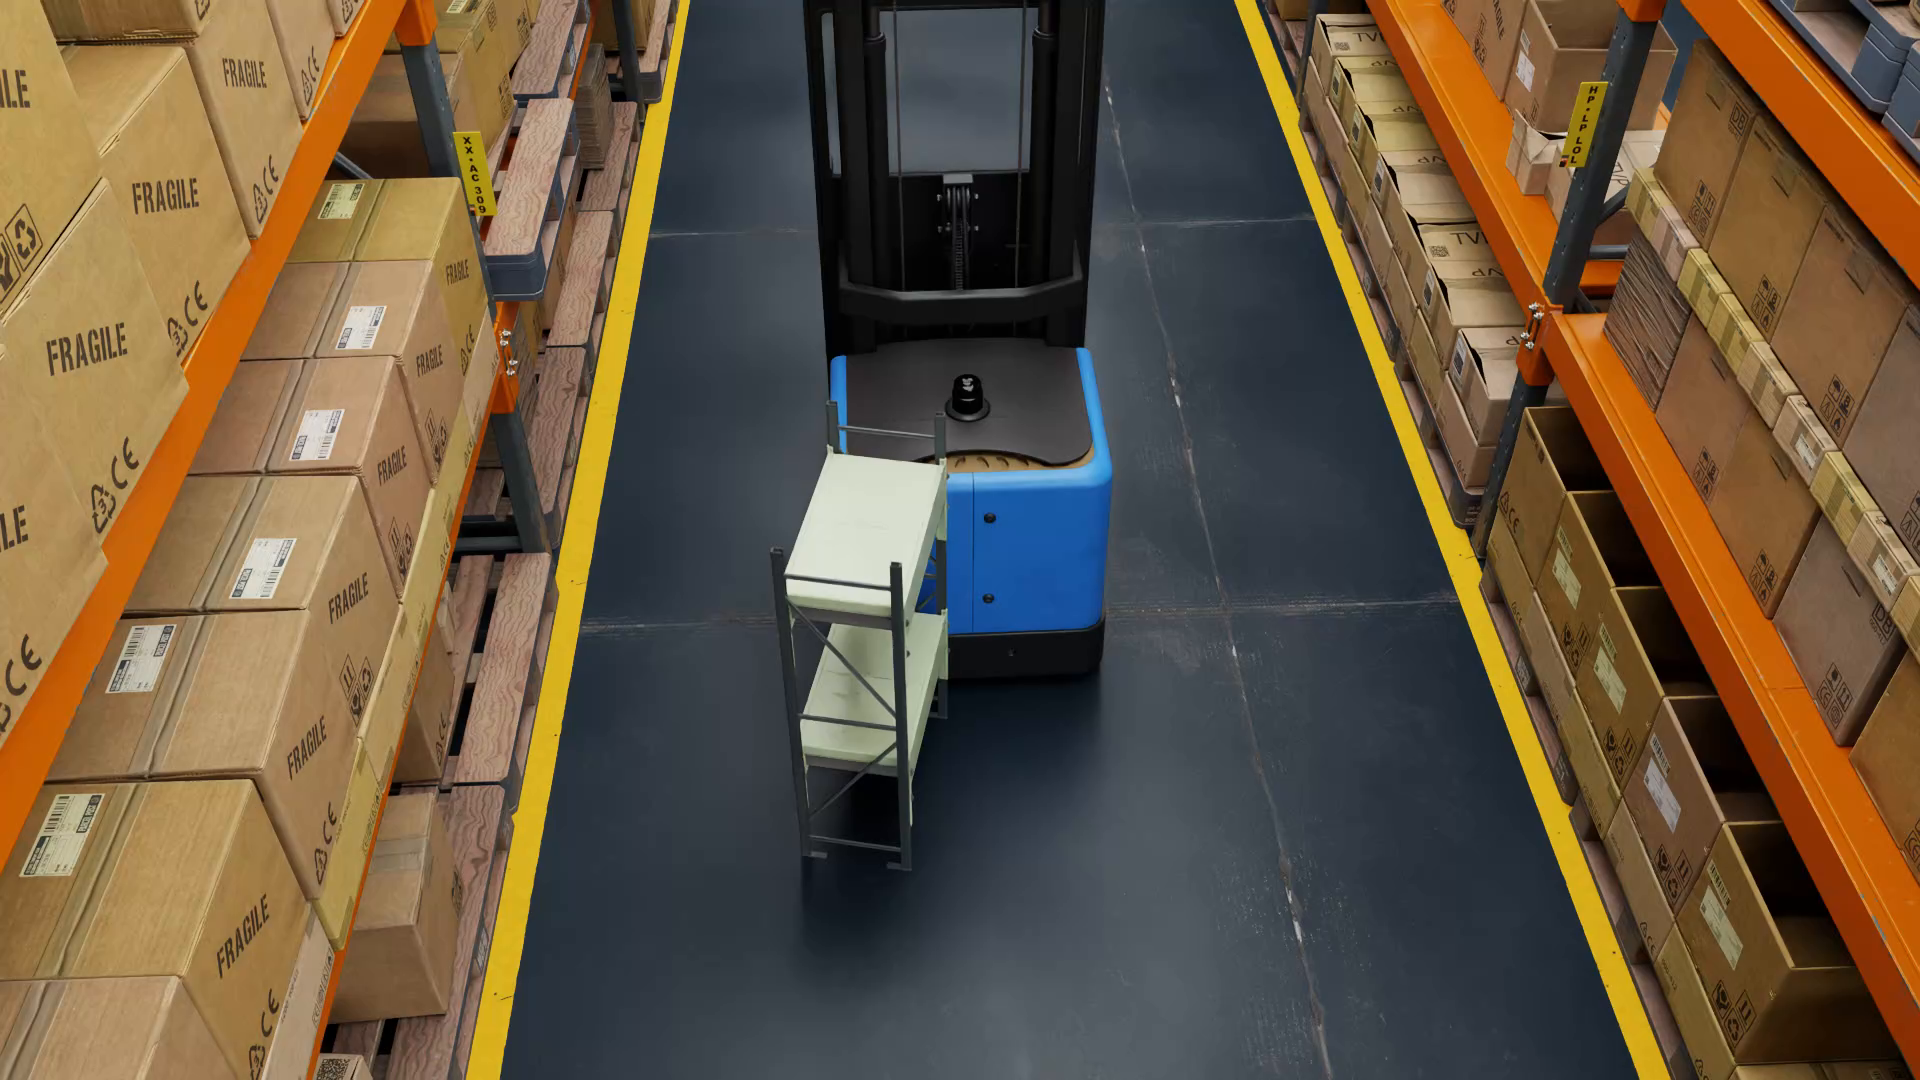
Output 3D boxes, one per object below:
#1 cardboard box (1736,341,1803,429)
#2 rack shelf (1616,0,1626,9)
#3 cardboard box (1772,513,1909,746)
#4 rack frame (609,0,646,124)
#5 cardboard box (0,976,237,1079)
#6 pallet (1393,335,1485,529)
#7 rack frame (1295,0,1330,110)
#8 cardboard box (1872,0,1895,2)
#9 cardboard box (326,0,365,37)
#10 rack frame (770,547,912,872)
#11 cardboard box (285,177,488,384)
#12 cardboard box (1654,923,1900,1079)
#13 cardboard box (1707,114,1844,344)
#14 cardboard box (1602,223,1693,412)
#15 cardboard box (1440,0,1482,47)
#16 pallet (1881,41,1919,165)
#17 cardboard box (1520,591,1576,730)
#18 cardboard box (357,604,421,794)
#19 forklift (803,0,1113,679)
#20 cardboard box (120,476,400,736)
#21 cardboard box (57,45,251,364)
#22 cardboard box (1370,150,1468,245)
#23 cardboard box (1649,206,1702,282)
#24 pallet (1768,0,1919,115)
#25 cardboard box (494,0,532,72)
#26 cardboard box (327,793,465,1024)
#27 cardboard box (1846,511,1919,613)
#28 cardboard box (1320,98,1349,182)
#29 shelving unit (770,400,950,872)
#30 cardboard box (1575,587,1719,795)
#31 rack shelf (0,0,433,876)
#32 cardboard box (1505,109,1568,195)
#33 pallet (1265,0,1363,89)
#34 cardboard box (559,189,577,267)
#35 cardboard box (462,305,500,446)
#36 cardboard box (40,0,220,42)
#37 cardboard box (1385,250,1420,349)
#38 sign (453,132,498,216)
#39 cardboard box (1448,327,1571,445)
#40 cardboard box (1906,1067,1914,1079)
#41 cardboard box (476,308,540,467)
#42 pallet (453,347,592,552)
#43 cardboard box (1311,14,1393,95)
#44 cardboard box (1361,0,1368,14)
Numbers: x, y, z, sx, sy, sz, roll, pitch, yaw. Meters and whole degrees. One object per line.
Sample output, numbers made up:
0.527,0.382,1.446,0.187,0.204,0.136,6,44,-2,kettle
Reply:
2.585,-0.473,4.992,0.380,0.149,0.250,-3,43,-3,cardboard box
2.638,-3.264,6.904,1.077,0.370,4.000,-2,43,-2,rack shelf
2.817,0.229,4.706,0.700,0.500,0.500,0,43,-1,cardboard box
-2.396,-3.629,8.990,1.000,3.000,0.127,-2,43,-2,rack frame
-1.777,1.212,3.249,0.500,0.500,0.500,-2,43,-2,cardboard box
2.652,-0.542,7.685,1.003,0.211,1.213,-2,43,-2,pallet
2.553,-3.774,9.148,1.000,3.000,0.127,-2,43,-2,rack frame
2.503,-1.641,4.252,0.500,0.311,0.500,-4,43,-4,cardboard box
-1.958,-1.744,4.624,0.500,0.500,0.500,-1,43,-1,cardboard box
-0.371,0.604,5.481,0.400,1.500,0.023,7,43,7,rack frame
-1.897,-0.847,5.496,0.500,0.500,0.500,-2,43,-2,cardboard box
2.518,1.457,5.164,0.500,0.250,0.500,-2,43,-2,cardboard box
2.770,-0.948,5.031,0.700,0.500,0.500,-2,43,-2,cardboard box
2.748,-0.811,5.841,0.700,0.500,0.500,-3,43,-3,cardboard box
2.640,-2.679,7.878,0.500,0.500,0.500,-4,43,-4,cardboard box
2.833,-0.750,3.694,1.003,0.211,1.213,-2,43,-2,pallet
2.455,0.445,6.269,0.500,0.250,0.500,-2,43,-2,cardboard box
-1.831,0.445,4.641,0.500,0.250,0.500,-1,43,-1,cardboard box
-0.035,-1.505,6.723,1.130,2.935,3.031,-2,43,-2,forklift
-1.837,0.181,4.374,0.500,0.500,0.500,0,43,0,cardboard box
-1.878,-0.687,3.471,0.500,0.500,0.500,1,43,1,cardboard box
2.354,-1.714,8.209,0.500,0.311,0.500,-2,43,-2,cardboard box
2.551,-0.993,5.560,0.380,0.149,0.250,-1,43,-1,cardboard box
2.785,-1.572,4.590,1.003,0.211,1.213,-2,43,-2,pallet
-2.290,-2.294,7.133,0.700,0.500,0.500,4,43,4,cardboard box
-2.002,1.179,5.268,0.700,0.500,0.500,-4,43,-4,cardboard box
2.618,0.051,4.420,0.380,0.149,0.250,-2,43,-2,cardboard box
2.304,-2.214,9.170,0.500,0.250,0.500,-3,43,-3,cardboard box
-0.309,0.361,5.747,0.431,1.500,0.755,7,43,7,shelving unit
2.472,0.506,5.647,0.500,0.500,0.500,-2,43,-2,cardboard box
-2.142,-0.419,3.800,1.077,0.370,4.000,-2,43,-2,rack shelf
2.502,-1.612,6.889,0.396,0.266,0.258,-3,43,-3,cardboard box
2.559,-3.251,10.641,1.003,0.211,1.213,-2,43,-2,pallet
-2.359,-1.700,8.409,0.700,0.500,0.500,-2,43,-2,cardboard box
-1.904,-0.570,5.748,0.500,0.250,0.500,-2,43,-2,cardboard box
-1.868,-1.395,3.504,0.500,0.500,0.500,-3,43,-3,cardboard box
2.373,-1.173,8.034,0.500,0.250,0.500,-1,43,-1,cardboard box
-1.685,-1.269,5.774,0.100,0.325,0.005,-2,43,-2,sign
2.419,-0.687,7.089,0.500,0.311,0.500,-2,43,-2,cardboard box
3.067,1.780,4.813,0.500,0.250,0.500,-2,43,-2,cardboard box
-2.274,-0.666,7.281,0.700,0.500,0.500,0,43,0,cardboard box
-2.261,-0.427,7.559,1.003,0.211,1.213,-2,43,-2,pallet
2.281,-2.760,9.350,0.500,0.311,0.500,0,43,0,cardboard box
2.791,-3.684,10.573,0.500,0.500,0.500,-3,43,-3,cardboard box
